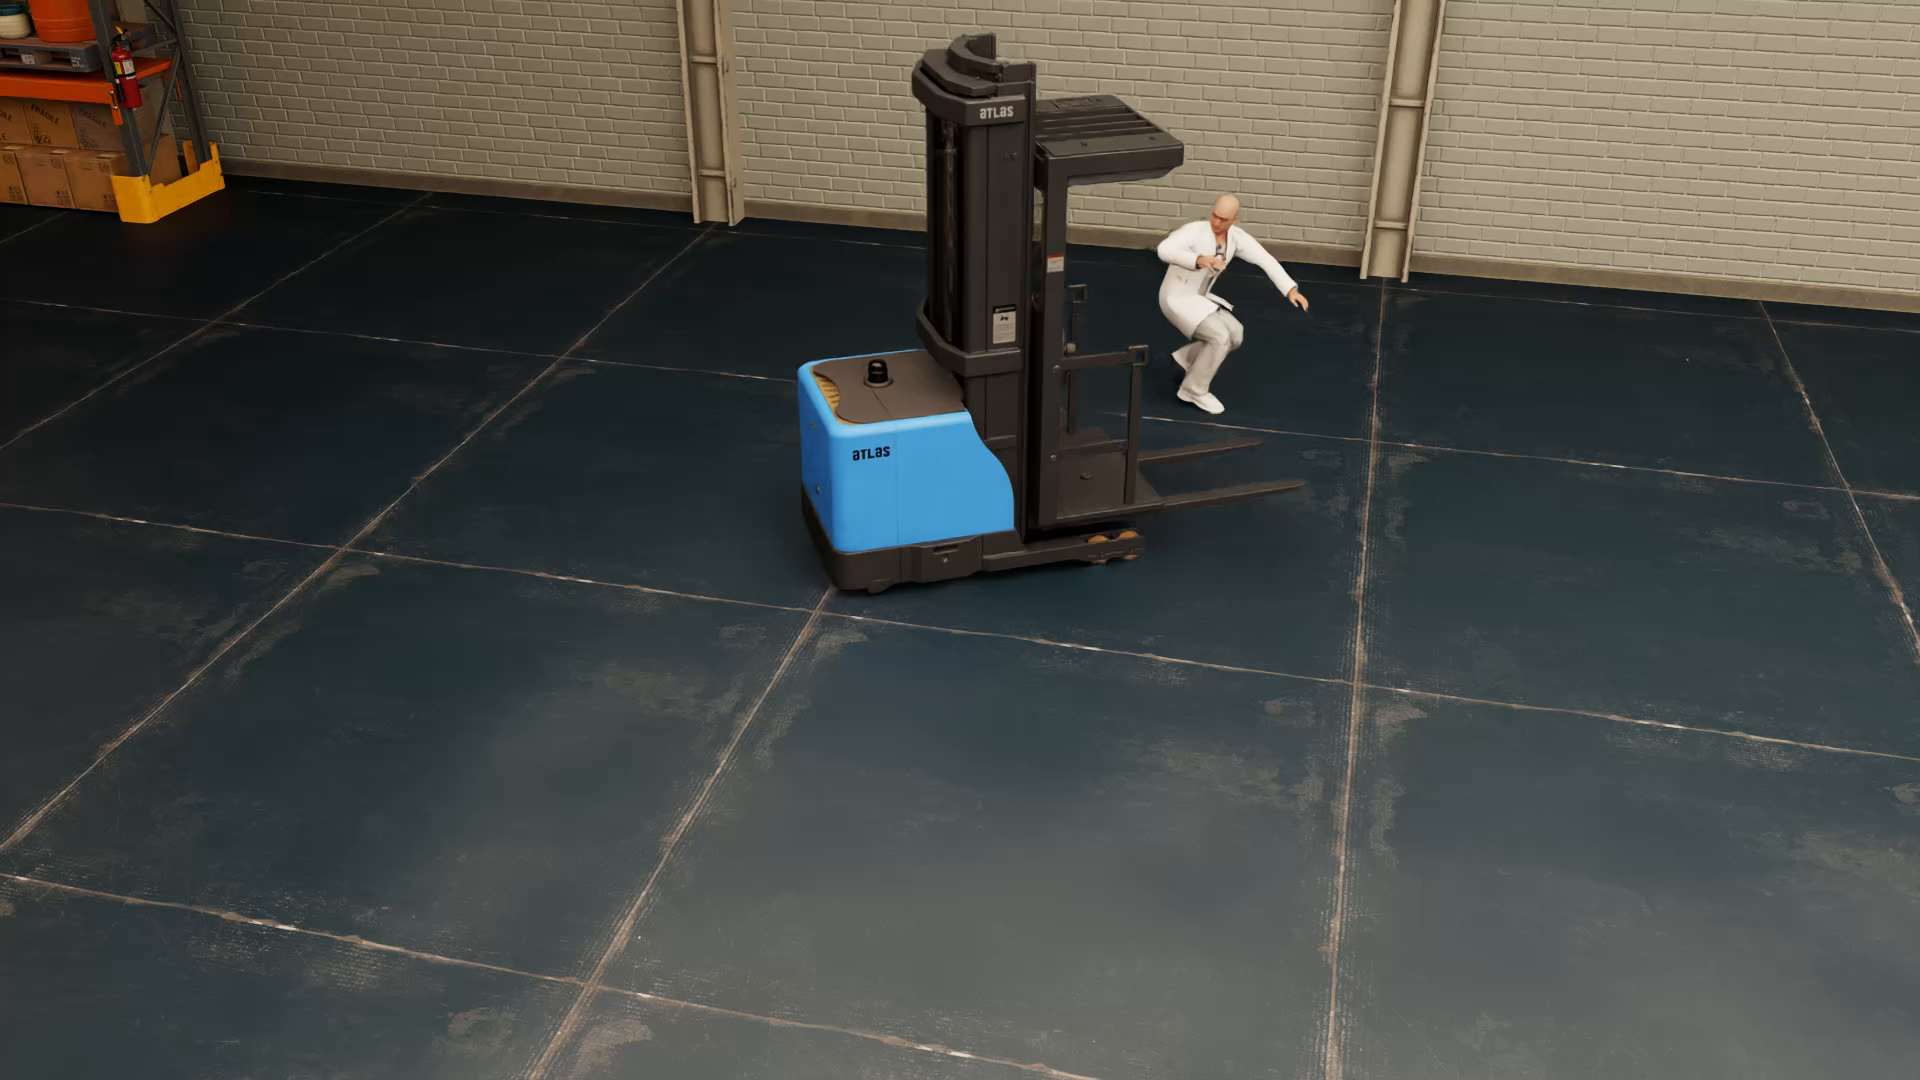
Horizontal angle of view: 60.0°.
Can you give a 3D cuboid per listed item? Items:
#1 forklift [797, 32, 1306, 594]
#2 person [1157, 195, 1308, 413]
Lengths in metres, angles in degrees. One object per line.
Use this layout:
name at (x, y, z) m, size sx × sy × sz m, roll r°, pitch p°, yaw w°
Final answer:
forklift at (0.600, -1.373, 9.594) m, size 3.031 × 2.935 × 1.130 m, roll -8°, pitch 31°, yaw -14°
person at (1.822, -1.618, 11.507) m, size 0.986 × 1.514 × 0.847 m, roll 23°, pitch 37°, yaw 35°
